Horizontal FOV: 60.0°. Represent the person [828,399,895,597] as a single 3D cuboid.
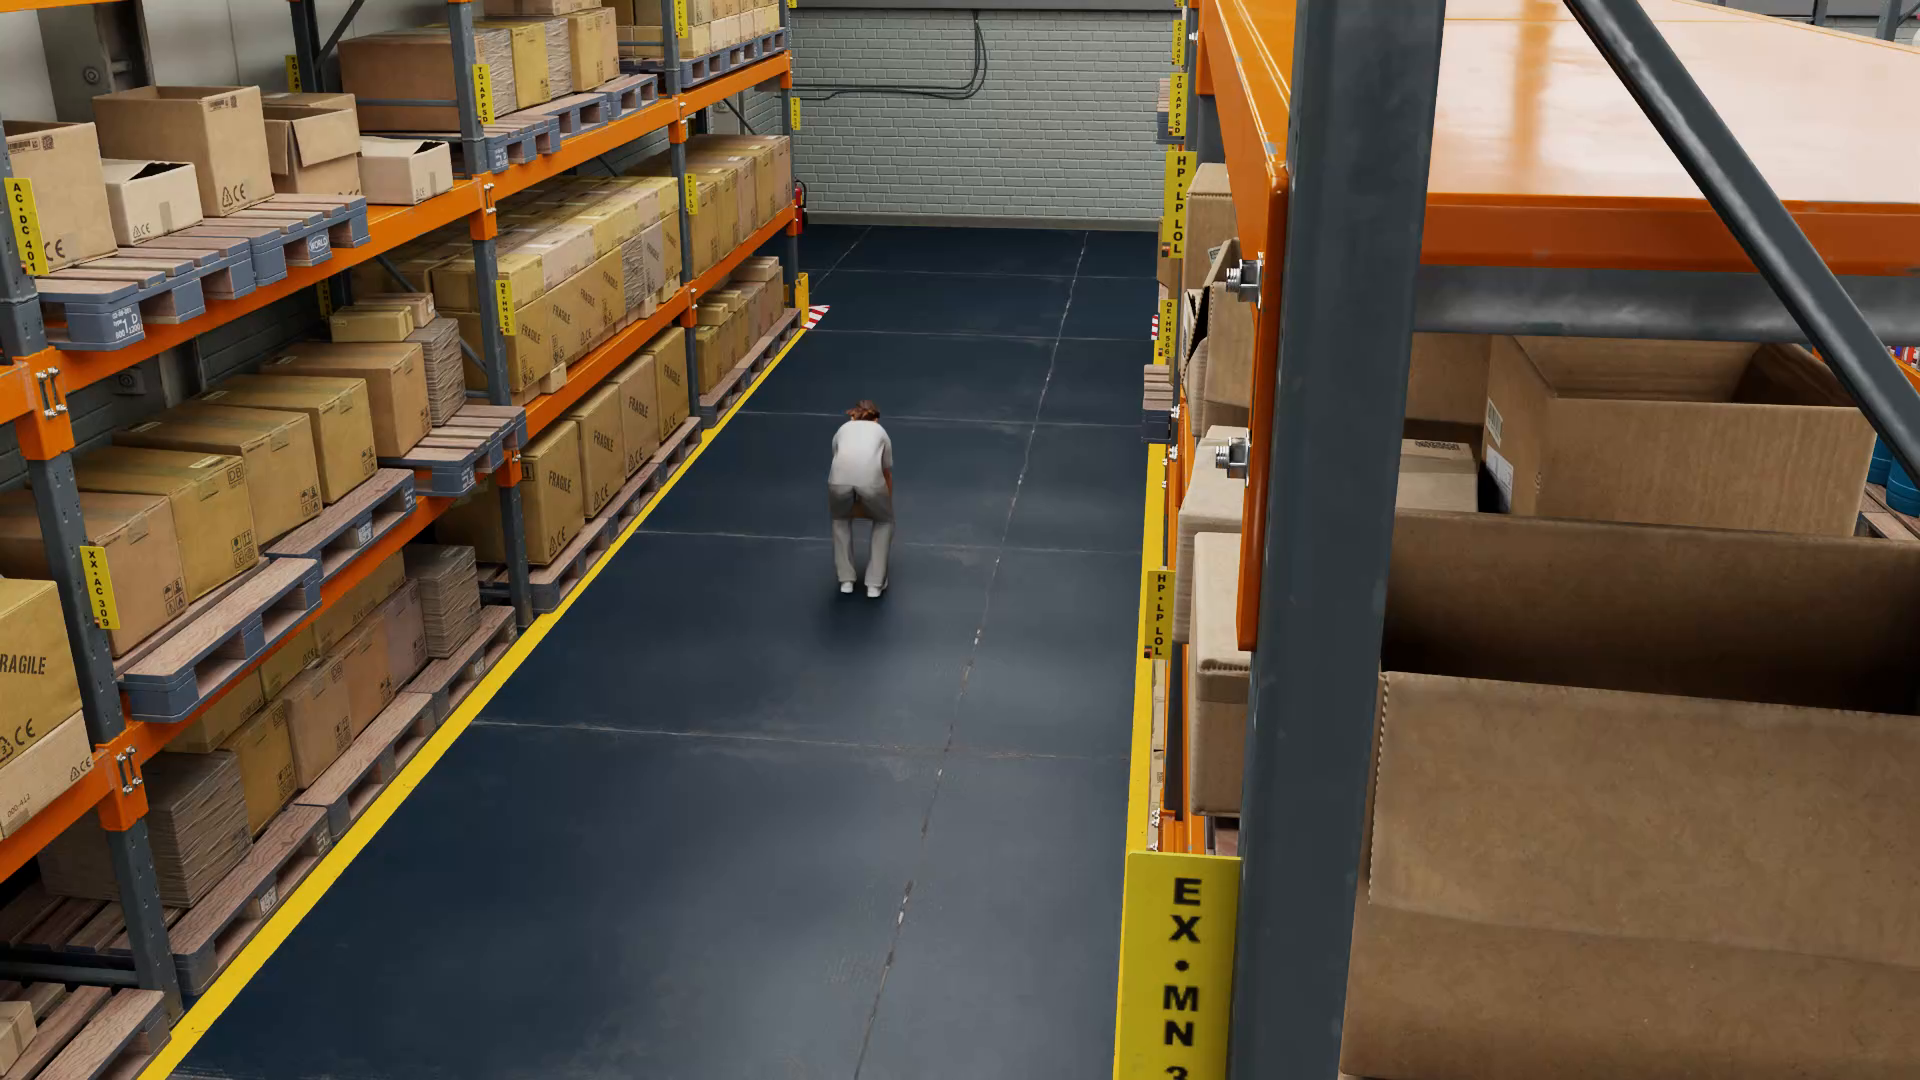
[{"bbox_3d":[-0.640,-0.281,11.010,0.432,1.169,0.848,2,21,4],"label":"person"}]
